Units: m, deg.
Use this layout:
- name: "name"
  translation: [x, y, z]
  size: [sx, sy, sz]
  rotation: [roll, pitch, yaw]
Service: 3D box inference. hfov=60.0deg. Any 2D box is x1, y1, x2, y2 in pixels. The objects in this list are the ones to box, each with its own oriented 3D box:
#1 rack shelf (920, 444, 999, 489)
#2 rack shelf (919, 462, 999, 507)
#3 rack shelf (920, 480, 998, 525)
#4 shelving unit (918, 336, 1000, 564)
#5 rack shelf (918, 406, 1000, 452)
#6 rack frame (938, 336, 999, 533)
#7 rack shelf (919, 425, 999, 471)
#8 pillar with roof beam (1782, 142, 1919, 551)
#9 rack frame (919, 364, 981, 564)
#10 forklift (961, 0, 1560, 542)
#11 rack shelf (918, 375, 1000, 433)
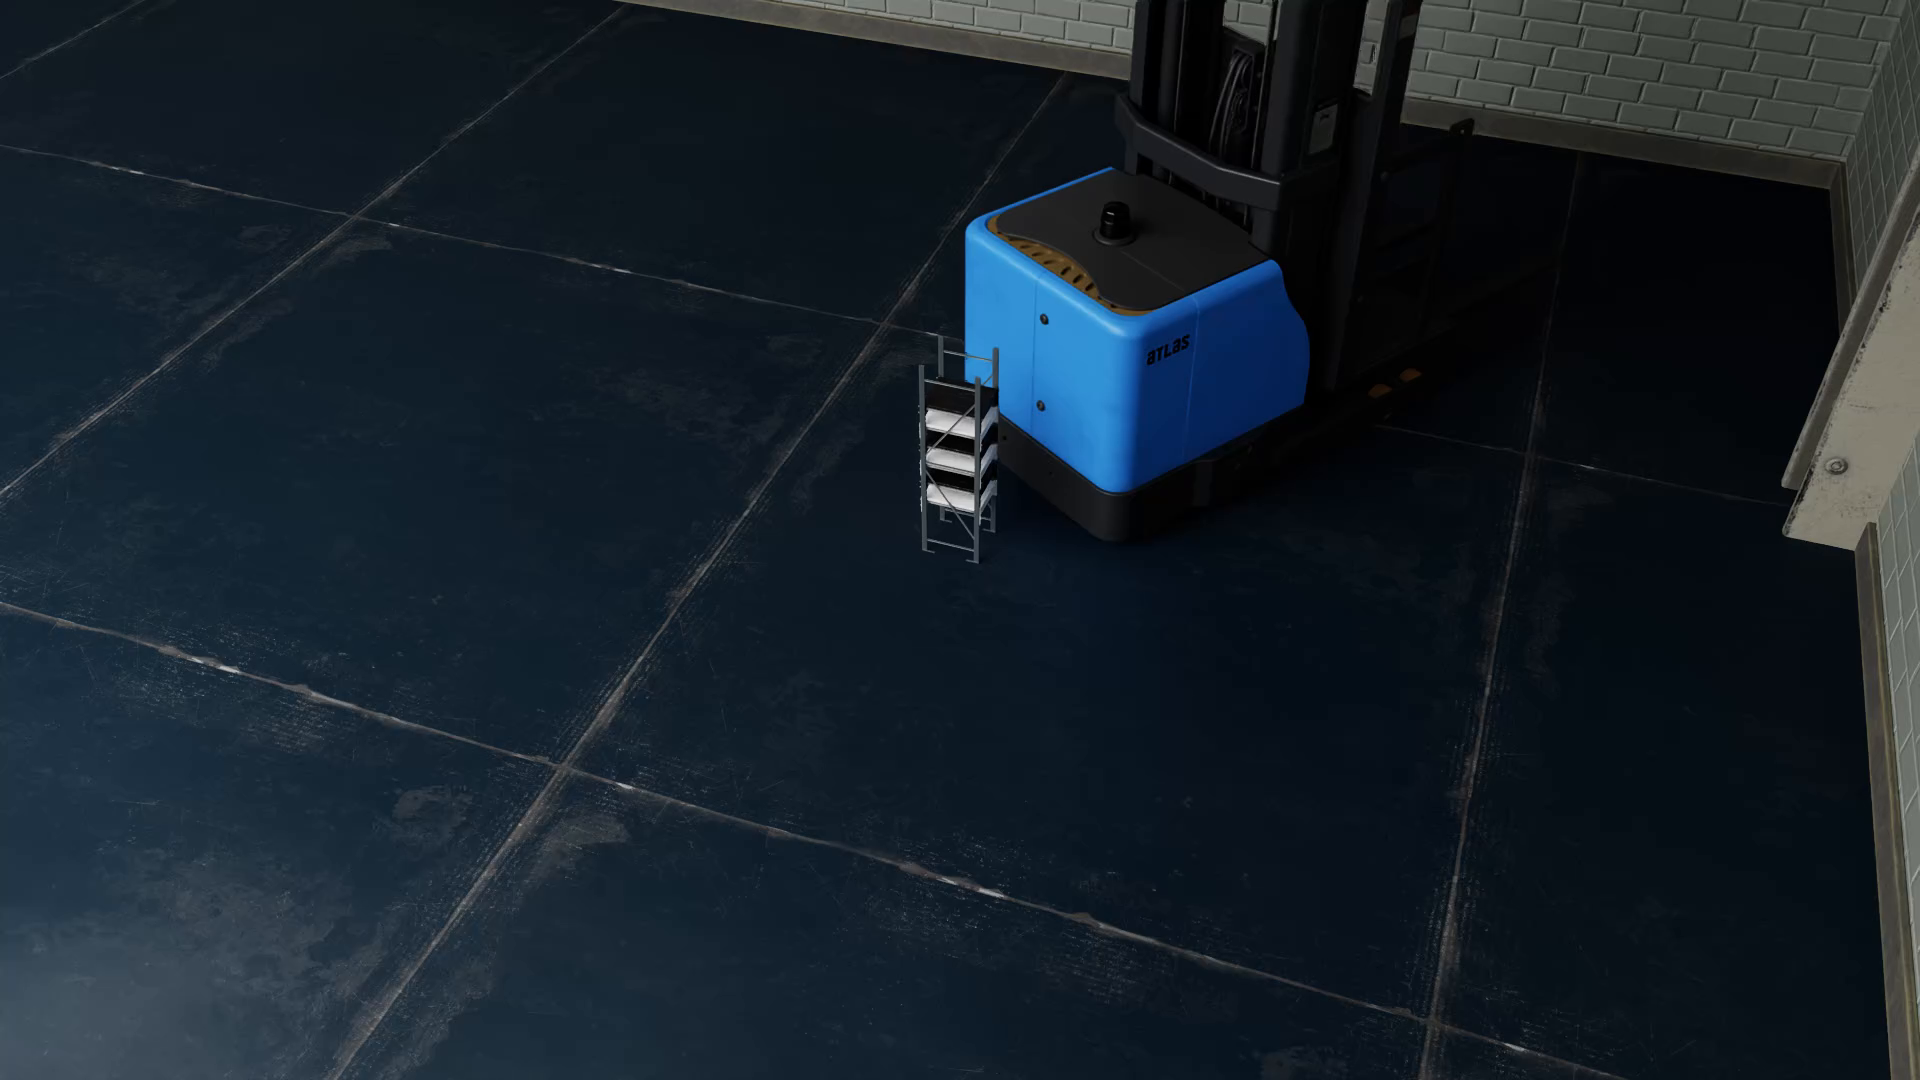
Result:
- name: "rack shelf"
  translation: [-0.003, -0.312, 6.474]
  size: [0.258, 0.077, 0.200]
  rotation: [13, 42, 15]
- name: "rack shelf"
  translation: [-0.003, -0.244, 6.532]
  size: [0.258, 0.077, 0.200]
  rotation: [13, 42, 15]
- name: "rack shelf"
  translation: [-0.003, -0.175, 6.591]
  size: [0.258, 0.077, 0.200]
  rotation: [13, 42, 15]
- name: "shelving unit"
  translation: [-0.003, -0.337, 6.452]
  size: [0.258, 0.900, 0.210]
  rotation: [13, 42, 15]
- name: "rack shelf"
  translation: [-0.003, -0.449, 6.357]
  size: [0.258, 0.077, 0.200]
  rotation: [13, 42, 15]
- name: "rack frame"
  translation: [0.032, -0.399, 6.525]
  size: [0.240, 0.900, 0.006]
  rotation: [13, 42, 15]
- name: "rack shelf"
  translation: [-0.003, -0.381, 6.415]
  size: [0.258, 0.077, 0.200]
  rotation: [13, 42, 15]
- name: "pillar with roof beam"
  translation: [-0.482, -4.483, 5.072]
  size: [9.100, 9.000, 0.400]
  rotation: [13, 42, 15]
- name: "rack frame"
  translation: [-0.038, -0.275, 6.379]
  size: [0.240, 0.900, 0.006]
  rotation: [13, 42, 15]
- name: "forklift"
  translation: [1.486, -1.889, 6.706]
  size: [3.031, 2.935, 1.130]
  rotation: [-26, 47, -27]
- name: "rack shelf"
  translation: [-0.003, -0.517, 6.299]
  size: [0.258, 0.077, 0.200]
  rotation: [13, 42, 15]
